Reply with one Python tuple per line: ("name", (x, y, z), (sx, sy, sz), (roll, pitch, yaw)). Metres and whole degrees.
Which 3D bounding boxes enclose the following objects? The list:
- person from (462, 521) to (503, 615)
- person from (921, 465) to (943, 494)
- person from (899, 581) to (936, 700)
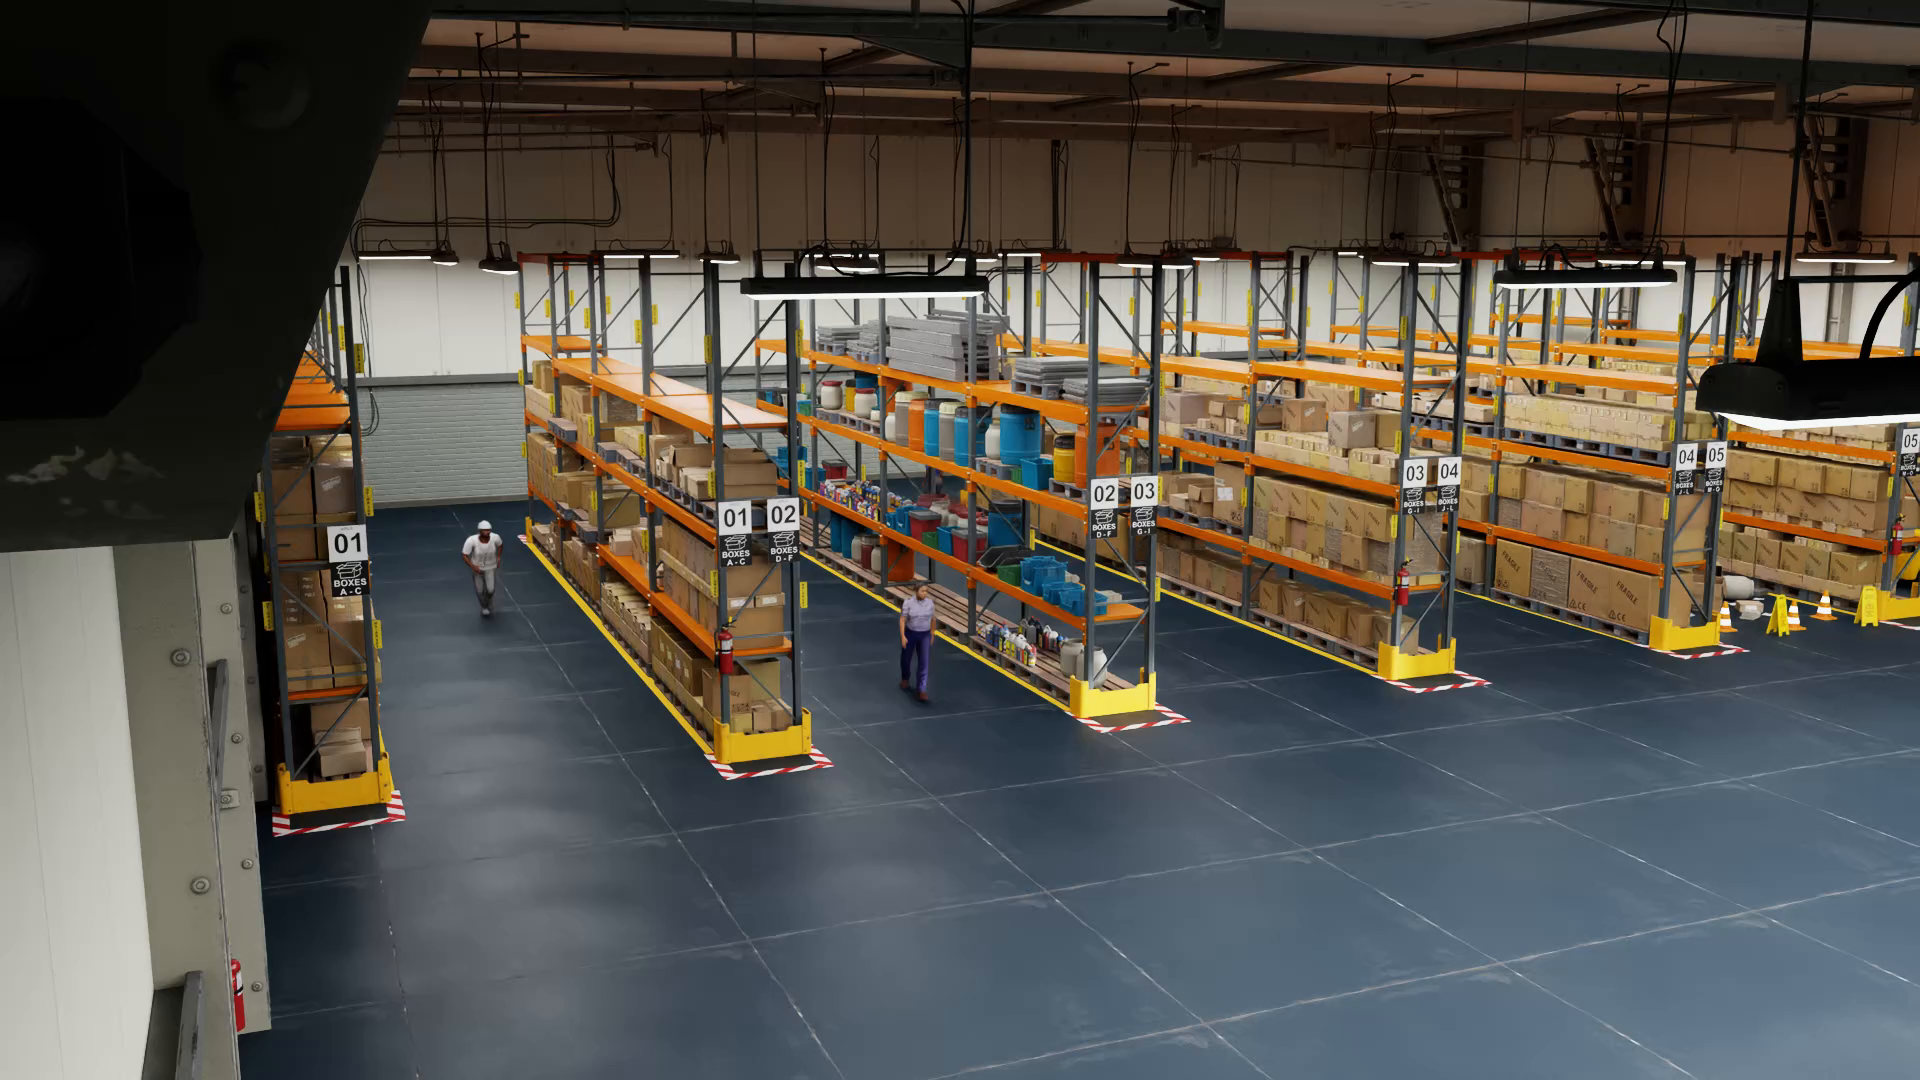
("person", (-7.991, 0.469, 27.871), (0.657, 1.659, 0.700), (-3, 11, -14))
("person", (-0.539, -1.261, 37.475), (0.575, 1.618, 0.514), (9, 14, 42))
("person", (-0.582, 1.371, 23.138), (0.556, 1.590, 0.939), (-3, 11, -16))
